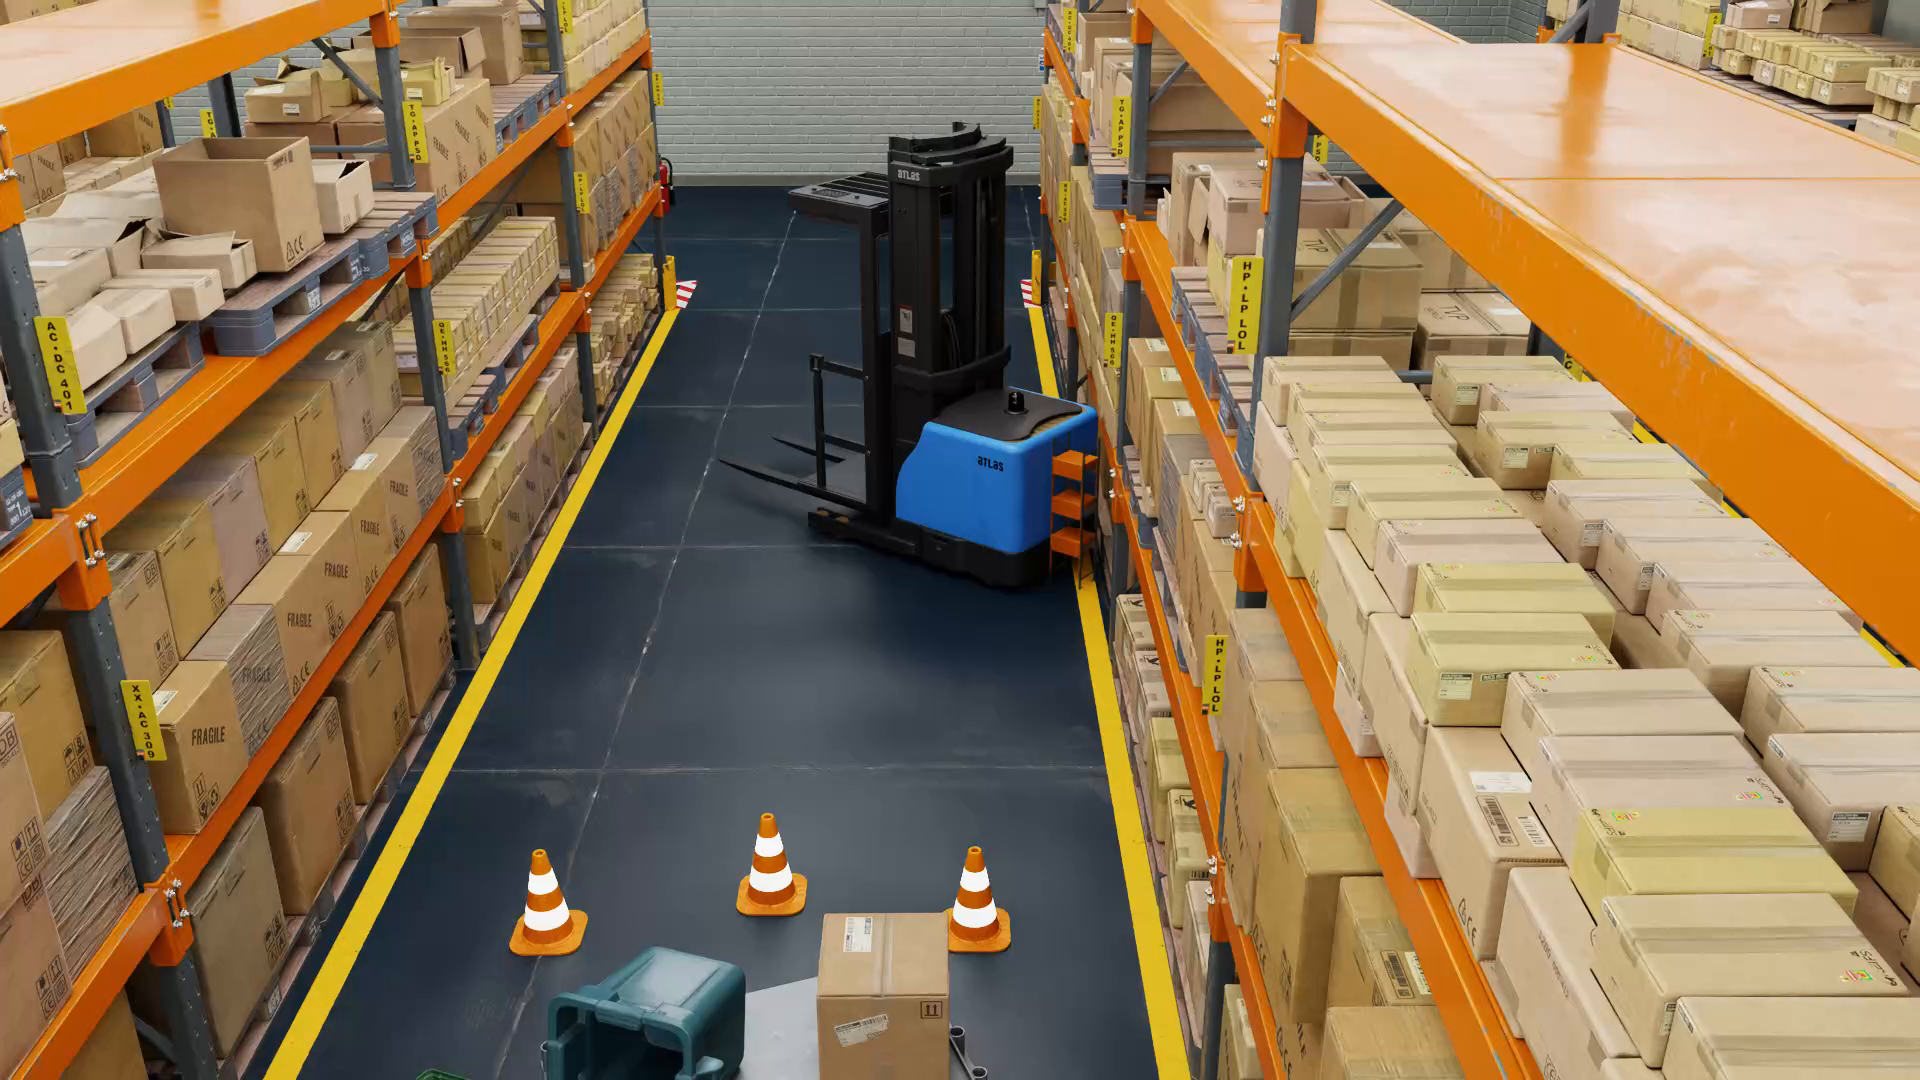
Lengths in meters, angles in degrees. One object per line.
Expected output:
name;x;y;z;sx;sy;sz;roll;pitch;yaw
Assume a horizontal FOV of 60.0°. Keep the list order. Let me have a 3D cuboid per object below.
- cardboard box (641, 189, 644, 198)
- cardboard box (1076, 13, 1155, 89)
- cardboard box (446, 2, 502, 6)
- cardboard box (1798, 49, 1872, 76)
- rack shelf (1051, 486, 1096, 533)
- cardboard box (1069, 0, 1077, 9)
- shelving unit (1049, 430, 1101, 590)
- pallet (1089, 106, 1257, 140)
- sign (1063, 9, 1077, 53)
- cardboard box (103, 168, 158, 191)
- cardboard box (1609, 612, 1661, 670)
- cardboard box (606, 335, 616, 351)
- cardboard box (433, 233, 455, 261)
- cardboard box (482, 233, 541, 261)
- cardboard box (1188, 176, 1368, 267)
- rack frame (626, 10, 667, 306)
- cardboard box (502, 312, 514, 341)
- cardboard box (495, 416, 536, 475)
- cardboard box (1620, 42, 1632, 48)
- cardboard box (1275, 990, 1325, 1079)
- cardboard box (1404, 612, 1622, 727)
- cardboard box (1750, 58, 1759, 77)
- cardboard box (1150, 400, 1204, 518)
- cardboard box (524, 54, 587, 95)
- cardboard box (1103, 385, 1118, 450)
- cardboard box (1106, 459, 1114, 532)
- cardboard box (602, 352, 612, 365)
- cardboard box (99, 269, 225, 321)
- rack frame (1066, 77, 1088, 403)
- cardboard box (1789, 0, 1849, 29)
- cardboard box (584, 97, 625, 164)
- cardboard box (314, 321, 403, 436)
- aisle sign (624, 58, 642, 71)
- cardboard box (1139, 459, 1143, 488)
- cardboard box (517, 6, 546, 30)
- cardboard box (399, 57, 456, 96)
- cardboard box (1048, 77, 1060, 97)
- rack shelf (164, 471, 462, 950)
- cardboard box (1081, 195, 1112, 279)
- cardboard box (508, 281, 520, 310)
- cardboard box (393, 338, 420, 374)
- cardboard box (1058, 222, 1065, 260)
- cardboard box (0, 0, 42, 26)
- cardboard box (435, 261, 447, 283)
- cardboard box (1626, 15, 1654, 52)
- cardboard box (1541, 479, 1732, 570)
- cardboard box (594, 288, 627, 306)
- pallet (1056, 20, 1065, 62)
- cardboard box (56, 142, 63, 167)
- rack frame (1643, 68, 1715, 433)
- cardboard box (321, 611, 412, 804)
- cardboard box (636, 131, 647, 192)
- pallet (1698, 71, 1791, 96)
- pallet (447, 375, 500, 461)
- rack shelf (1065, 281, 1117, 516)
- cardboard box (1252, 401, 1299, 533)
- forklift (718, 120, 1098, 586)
cardboard box;-3.324;-3.413;16.345;0.380;0.149;0.250;0;24;-1
cardboard box;1.119;-3.522;12.009;0.500;0.500;0.500;-1;24;-2
cardboard box;-3.839;-4.163;13.150;0.380;0.149;0.250;0;24;1
cardboard box;6.010;-3.275;11.408;0.380;0.149;0.250;0;24;0
rack shelf;0.778;-0.190;11.306;0.240;0.259;0.215;18;30;34
cardboard box;1.227;-4.749;14.600;0.500;0.500;0.500;0;24;0
shelving unit;0.778;-0.200;11.302;0.252;1.050;0.215;18;30;34
pallet;1.367;-2.641;10.922;1.003;0.211;1.213;1;24;2
sign;0.844;-3.918;12.792;0.100;0.325;0.005;0;24;-1
cardboard box;-3.713;-1.600;7.942;0.500;0.250;0.500;0;24;1
cardboard box;1.779;0.388;3.816;0.500;0.250;0.500;0;24;1
cardboard box;-3.344;-1.826;15.120;0.380;0.149;0.250;1;24;2
cardboard box;-3.996;-2.182;12.390;0.380;0.149;0.250;0;24;0
cardboard box;-3.345;-2.185;12.398;0.380;0.149;0.250;-1;24;-2
cardboard box;1.488;-1.420;7.867;0.797;0.503;0.637;0;24;-1
rack frame;-3.593;-3.867;17.043;1.000;3.000;0.127;0;24;-1
cardboard box;-3.327;-1.486;11.574;0.380;0.149;0.250;-1;24;-2
cardboard box;-3.270;-0.663;11.572;0.500;0.250;0.500;0;24;0
cardboard box;6.017;-4.340;14.754;0.380;0.149;0.250;0;24;1
cardboard box;1.234;1.429;4.851;0.500;0.500;0.500;0;24;-1
cardboard box;1.181;0.277;3.578;0.380;0.149;0.250;0;24;1
cardboard box;6.037;-3.460;12.177;0.380;0.149;0.250;0;24;0
cardboard box;1.241;-0.387;8.357;0.500;0.500;0.500;0;24;0
cardboard box;-3.291;-3.709;13.236;0.500;0.250;0.500;1;24;2
cardboard box;1.178;-0.773;10.385;0.500;0.250;0.500;-1;24;-2
cardboard box;1.513;-0.510;11.690;0.875;0.875;0.875;0;24;0
cardboard box;-3.343;-1.579;14.934;0.380;0.149;0.250;-1;24;-2
cardboard box;-3.218;-0.990;6.716;0.380;0.149;0.250;0;24;-1
rack frame;1.399;-2.283;13.540;1.000;3.000;0.127;0;24;-1
cardboard box;6.434;-3.994;12.495;0.396;0.266;0.258;-1;24;-1
cardboard box;-3.310;-3.675;14.924;0.500;0.500;0.500;-1;24;-2
cardboard box;-3.511;-0.886;9.119;0.700;0.500;0.500;0;24;-1
aisle sign;-3.294;-5.083;16.577;0.394;0.787;0.004;0;24;-1
cardboard box;1.187;-0.347;9.055;0.380;0.149;0.250;-2;24;-4
cardboard box;-3.311;-4.047;12.894;0.380;0.149;0.250;-1;24;-2
cardboard box;-3.283;-2.817;10.031;0.396;0.266;0.258;0;24;-1
cardboard box;1.045;-4.365;16.022;0.380;0.149;0.250;0;24;1
rack shelf;-3.484;0.582;8.081;1.077;0.370;4.000;0;24;-1
cardboard box;1.153;-2.185;11.990;0.500;0.500;0.500;-1;24;-2
cardboard box;-3.330;-1.725;11.741;0.380;0.149;0.250;0;24;0
cardboard box;-3.317;-1.111;10.024;0.380;0.149;0.250;0;24;0
cardboard box;1.127;-2.730;14.408;0.500;0.500;0.500;-1;24;-2
cardboard box;-8.444;-4.647;14.376;0.700;0.500;0.500;1;24;2
cardboard box;-3.994;-1.946;12.231;0.380;0.149;0.250;-1;24;-3
cardboard box;6.096;-4.363;14.322;0.500;0.250;0.500;0;24;1
cardboard box;1.735;-0.043;4.285;0.380;0.149;0.250;-1;24;-2
cardboard box;-3.369;-2.277;15.756;0.380;0.149;0.250;-1;24;-2
pallet;1.390;-4.447;14.795;1.003;0.211;1.213;0;24;-1
cardboard box;-8.802;-3.677;15.534;0.500;0.500;0.500;-1;24;-2
rack frame;6.362;-2.306;13.593;1.000;3.000;0.127;0;24;-1
cardboard box;-3.576;0.875;8.779;1.050;0.750;0.750;0;24;0
cardboard box;-3.331;-3.652;16.085;0.500;0.500;0.500;-1;24;-1
pallet;6.299;-3.318;12.419;1.213;0.211;1.003;0;24;-1
pallet;-3.620;-0.776;10.442;1.213;0.211;1.003;0;24;-1
rack shelf;1.421;-1.131;11.866;1.077;0.370;4.000;0;24;-1
cardboard box;1.217;-0.237;5.199;0.500;0.250;0.500;-1;24;-2
forklift;-0.496;-1.494;11.881;3.031;2.935;1.130;18;30;34
